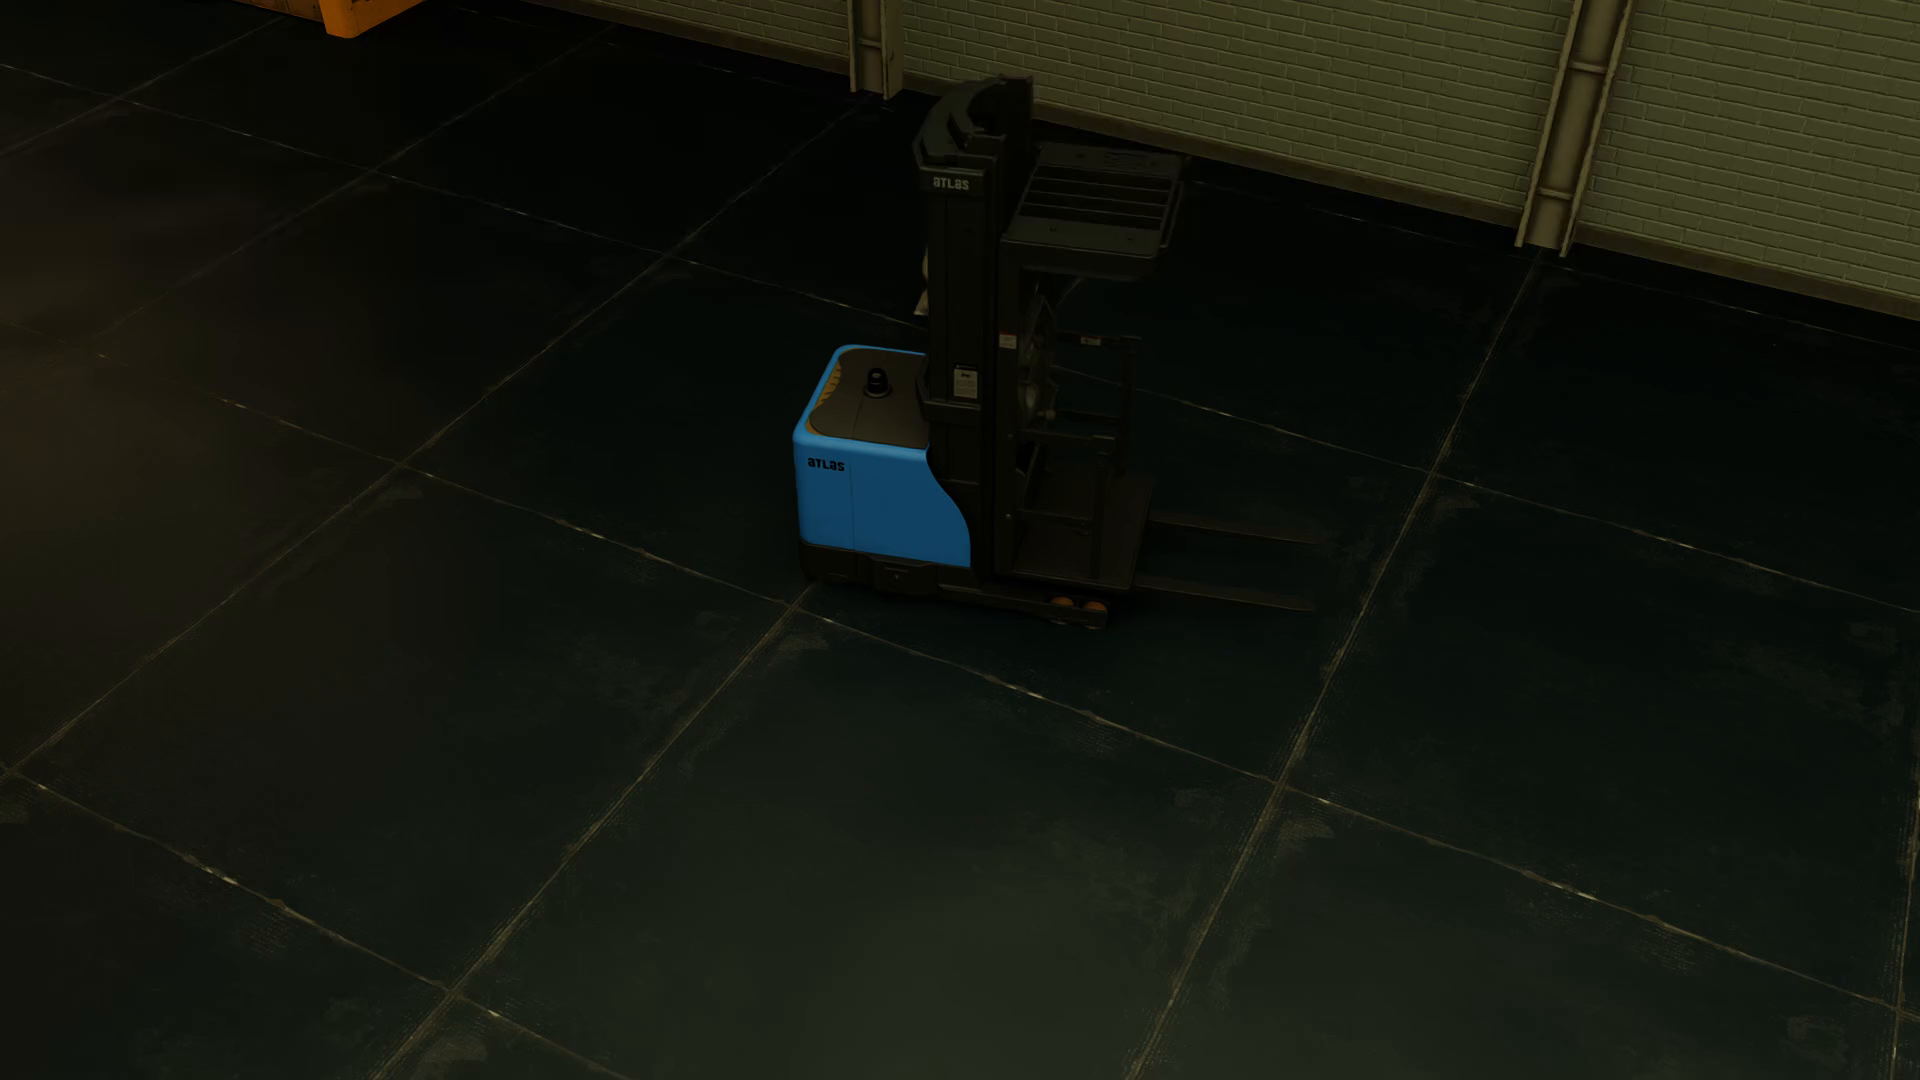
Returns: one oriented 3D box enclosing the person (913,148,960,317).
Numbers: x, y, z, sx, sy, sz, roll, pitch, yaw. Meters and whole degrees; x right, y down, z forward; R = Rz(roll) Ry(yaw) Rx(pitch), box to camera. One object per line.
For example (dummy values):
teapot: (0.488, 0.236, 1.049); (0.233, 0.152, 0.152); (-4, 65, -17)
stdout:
person: (0.077, -2.047, 11.607); (0.849, 1.513, 0.840); (-27, 47, -29)

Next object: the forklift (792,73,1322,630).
forklift: (0.615, -0.978, 9.148); (3.031, 2.935, 1.130); (8, 41, 10)
